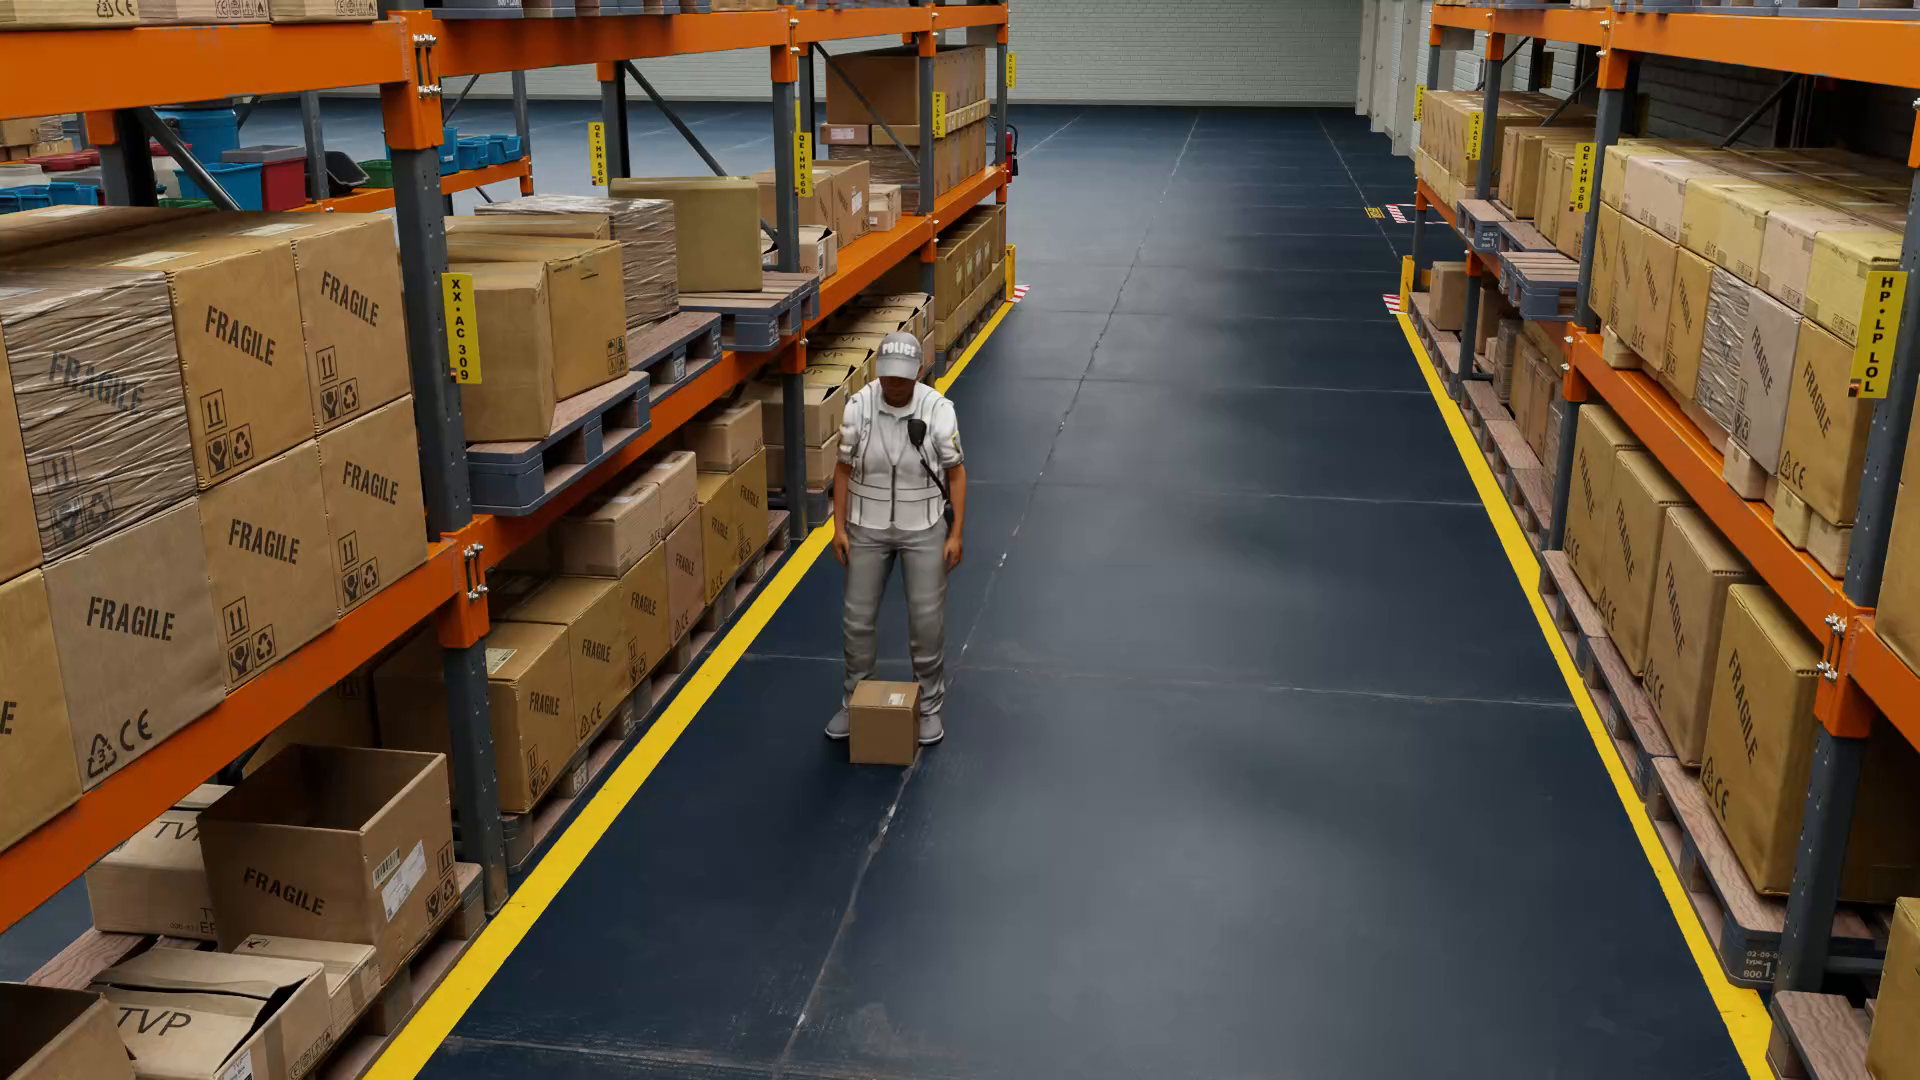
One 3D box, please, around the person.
[{"bbox_3d":[-0.261,-0.016,6.593,0.561,1.665,0.471,2,18,6],"label":"person"}]
